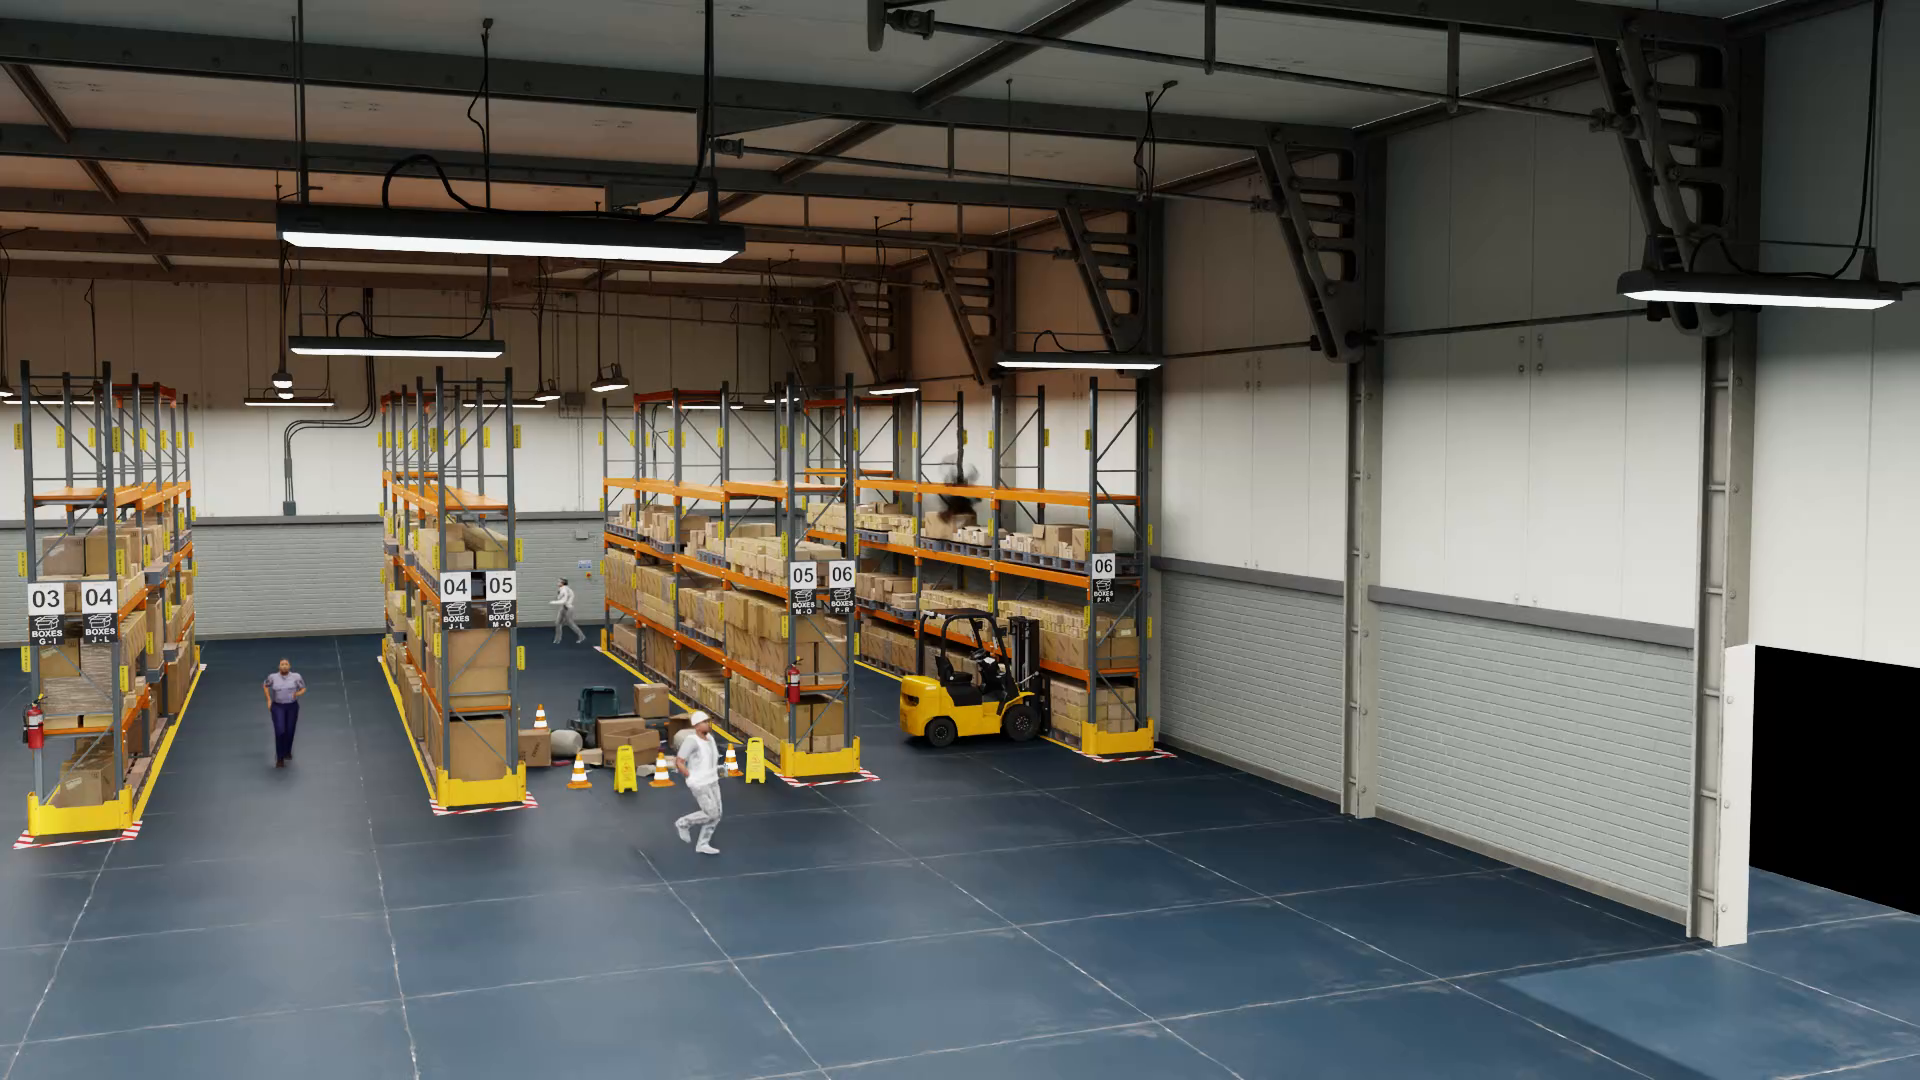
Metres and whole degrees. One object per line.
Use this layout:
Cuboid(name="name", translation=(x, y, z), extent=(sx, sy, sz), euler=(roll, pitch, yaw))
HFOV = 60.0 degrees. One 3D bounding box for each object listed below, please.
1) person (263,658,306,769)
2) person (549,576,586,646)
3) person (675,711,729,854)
Cuboid(name="person", translation=(-10.391, 2.658, 25.634), extent=(0.589, 1.710, 0.755), euler=(-2, 4, -31))
Cuboid(name="person", translation=(-9.575, 1.741, 40.506), extent=(0.851, 1.723, 0.534), euler=(-1, 4, -19))
Cuboid(name="person", translation=(-3.129, 2.932, 20.128), extent=(0.595, 1.734, 0.696), euler=(1, 4, 21))
